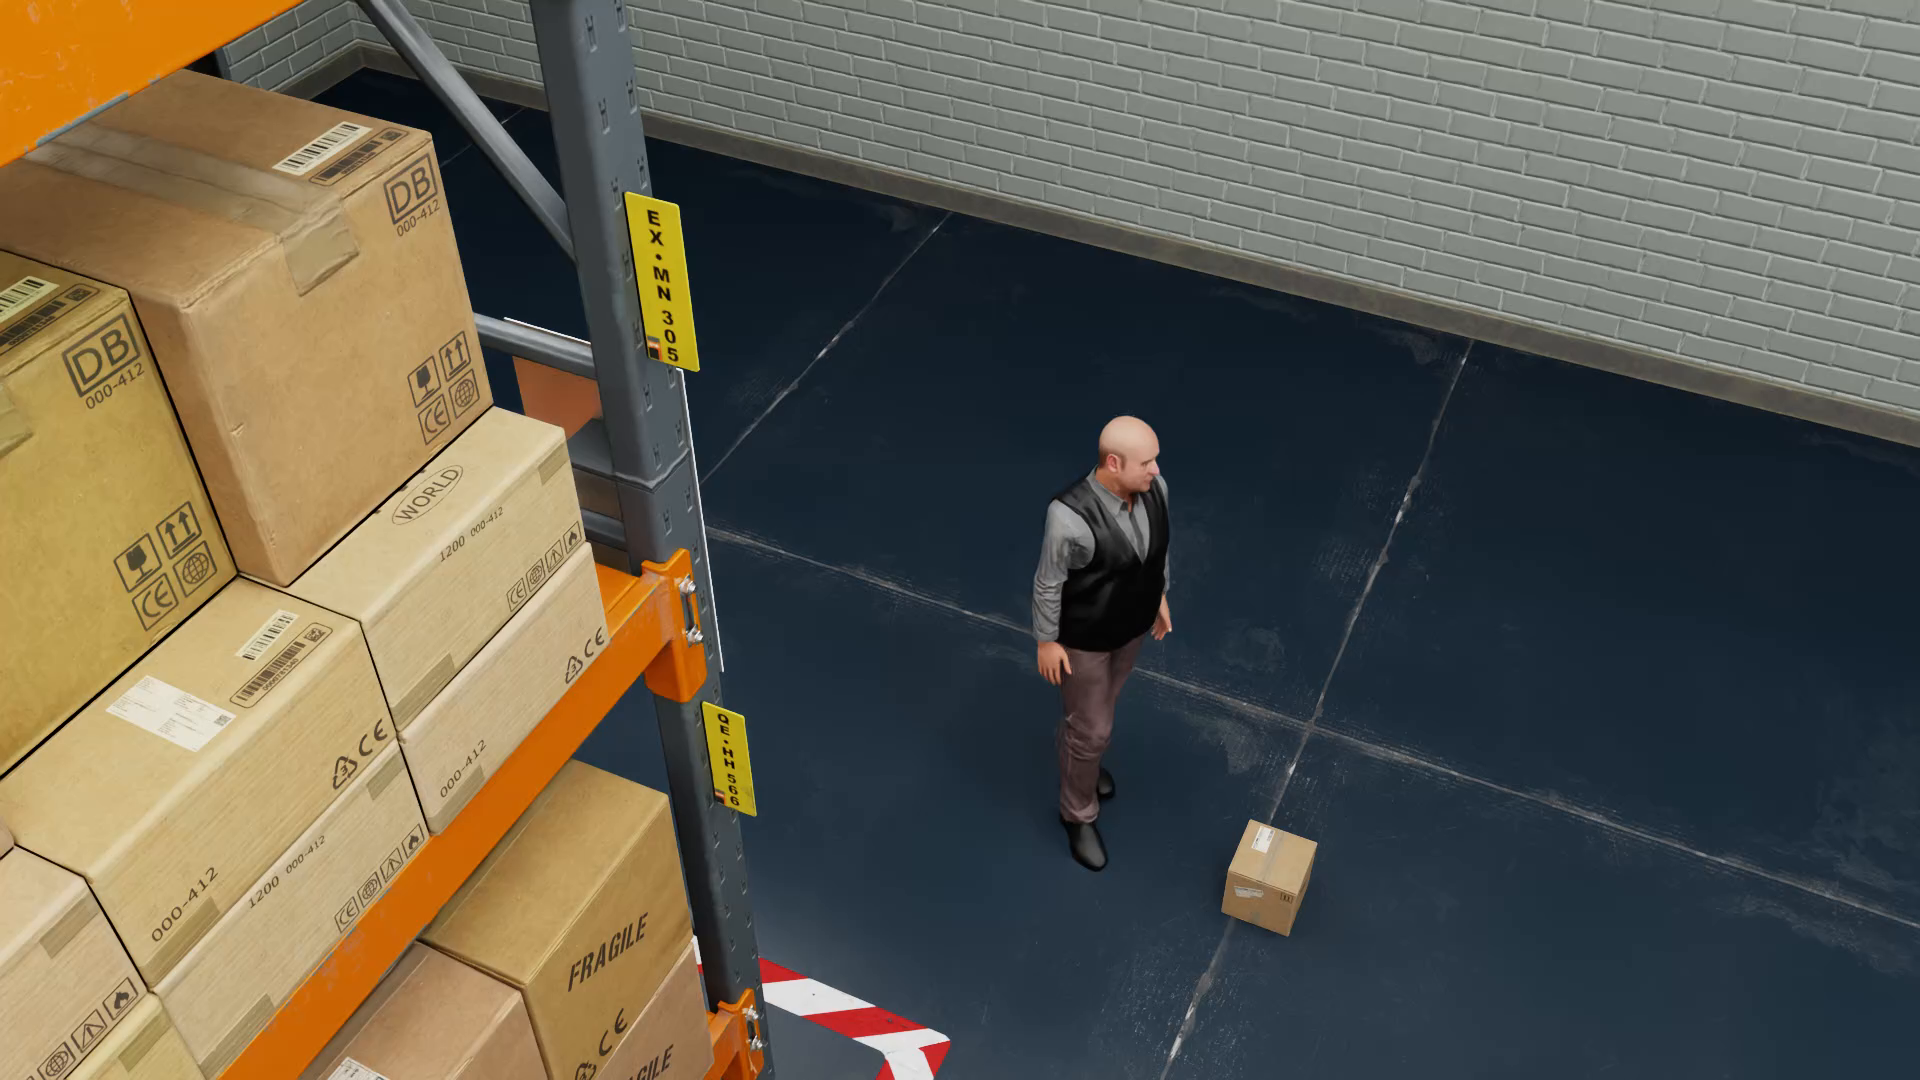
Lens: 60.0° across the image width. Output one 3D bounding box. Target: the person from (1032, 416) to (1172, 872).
[{"bbox_3d":[0.537,0.335,5.806,0.582,1.741,0.526,-30,50,-29],"label":"person"}]
